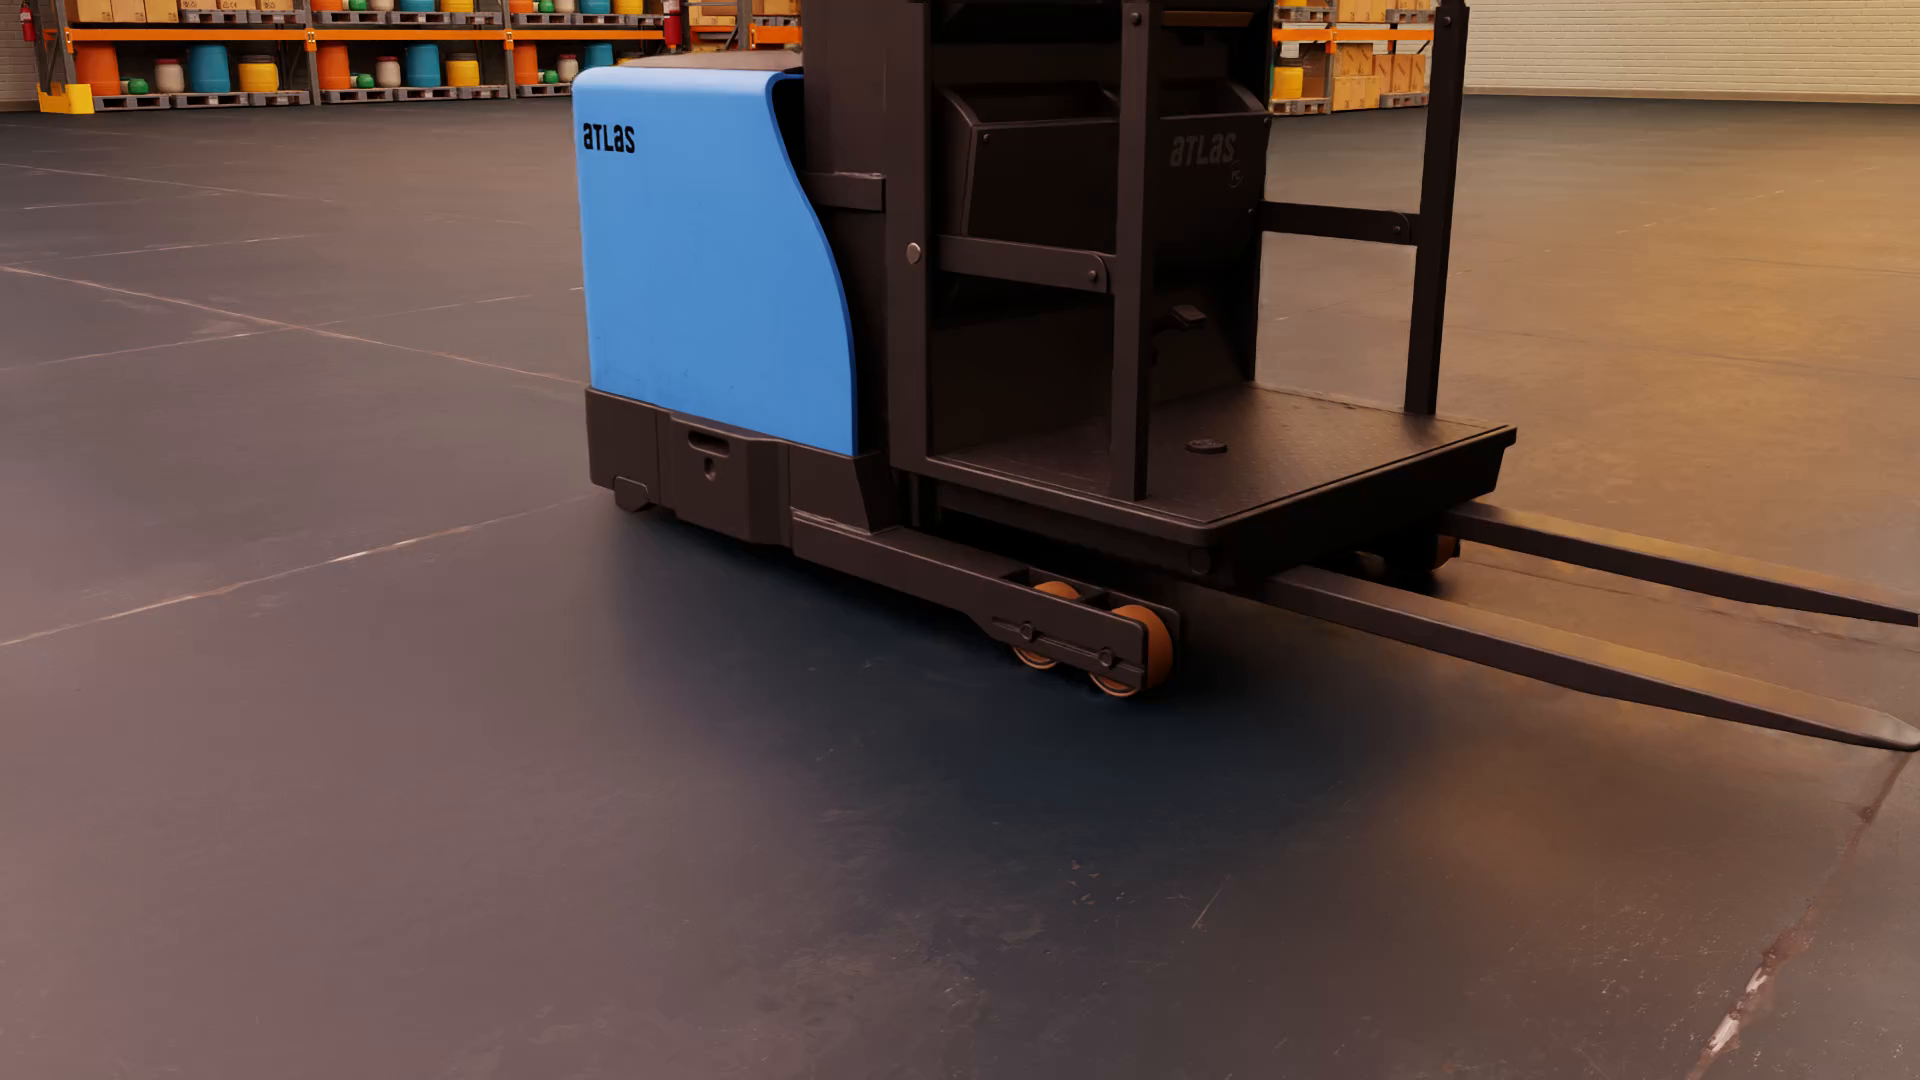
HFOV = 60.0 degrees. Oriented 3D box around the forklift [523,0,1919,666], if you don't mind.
[{"bbox_3d":[0.586,-1.339,3.308,3.031,2.935,1.130,8,19,24],"label":"forklift"}]
